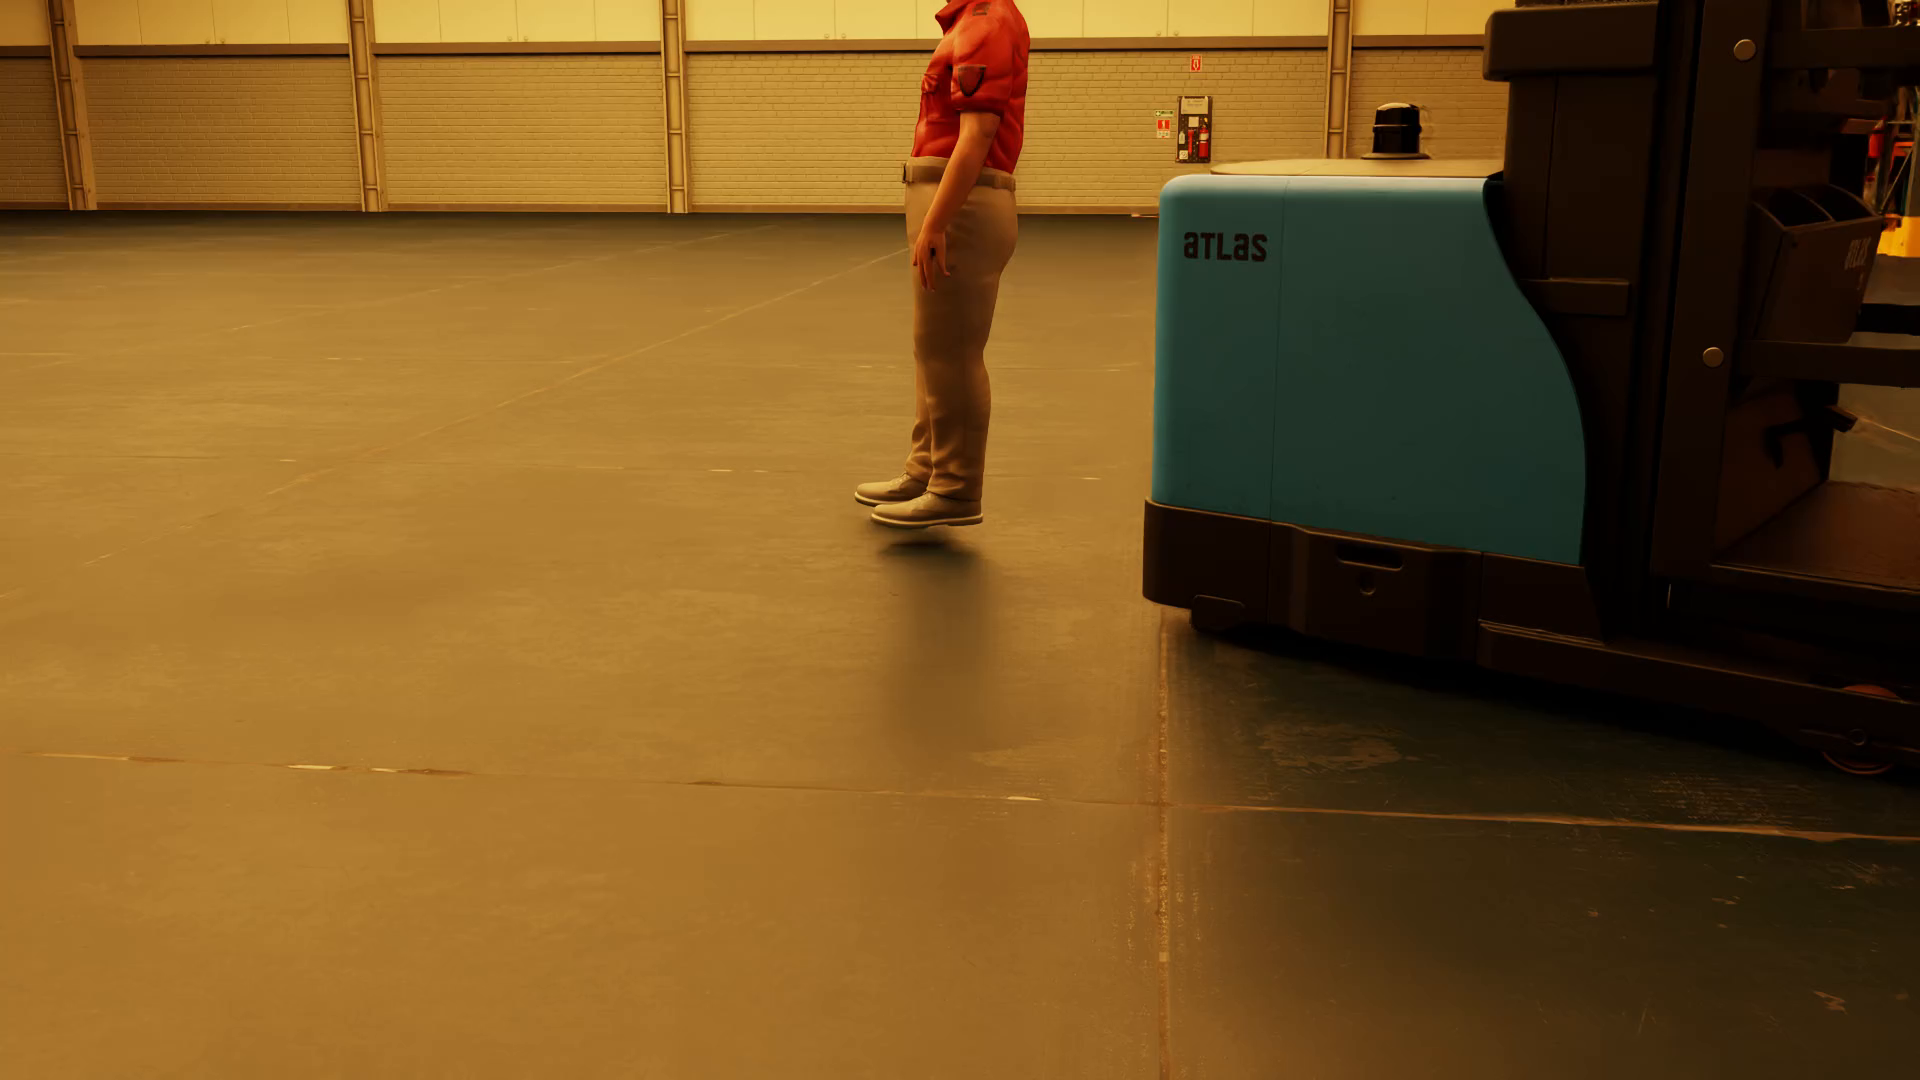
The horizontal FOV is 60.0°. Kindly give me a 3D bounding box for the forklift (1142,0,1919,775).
[{"bbox_3d":[1.920,-1.101,3.217,3.031,2.935,1.130,10,16,37],"label":"forklift"}]

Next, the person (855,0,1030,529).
[{"bbox_3d":[-0.087,-0.893,4.761,0.551,1.728,0.640,2,13,7],"label":"person"}]
